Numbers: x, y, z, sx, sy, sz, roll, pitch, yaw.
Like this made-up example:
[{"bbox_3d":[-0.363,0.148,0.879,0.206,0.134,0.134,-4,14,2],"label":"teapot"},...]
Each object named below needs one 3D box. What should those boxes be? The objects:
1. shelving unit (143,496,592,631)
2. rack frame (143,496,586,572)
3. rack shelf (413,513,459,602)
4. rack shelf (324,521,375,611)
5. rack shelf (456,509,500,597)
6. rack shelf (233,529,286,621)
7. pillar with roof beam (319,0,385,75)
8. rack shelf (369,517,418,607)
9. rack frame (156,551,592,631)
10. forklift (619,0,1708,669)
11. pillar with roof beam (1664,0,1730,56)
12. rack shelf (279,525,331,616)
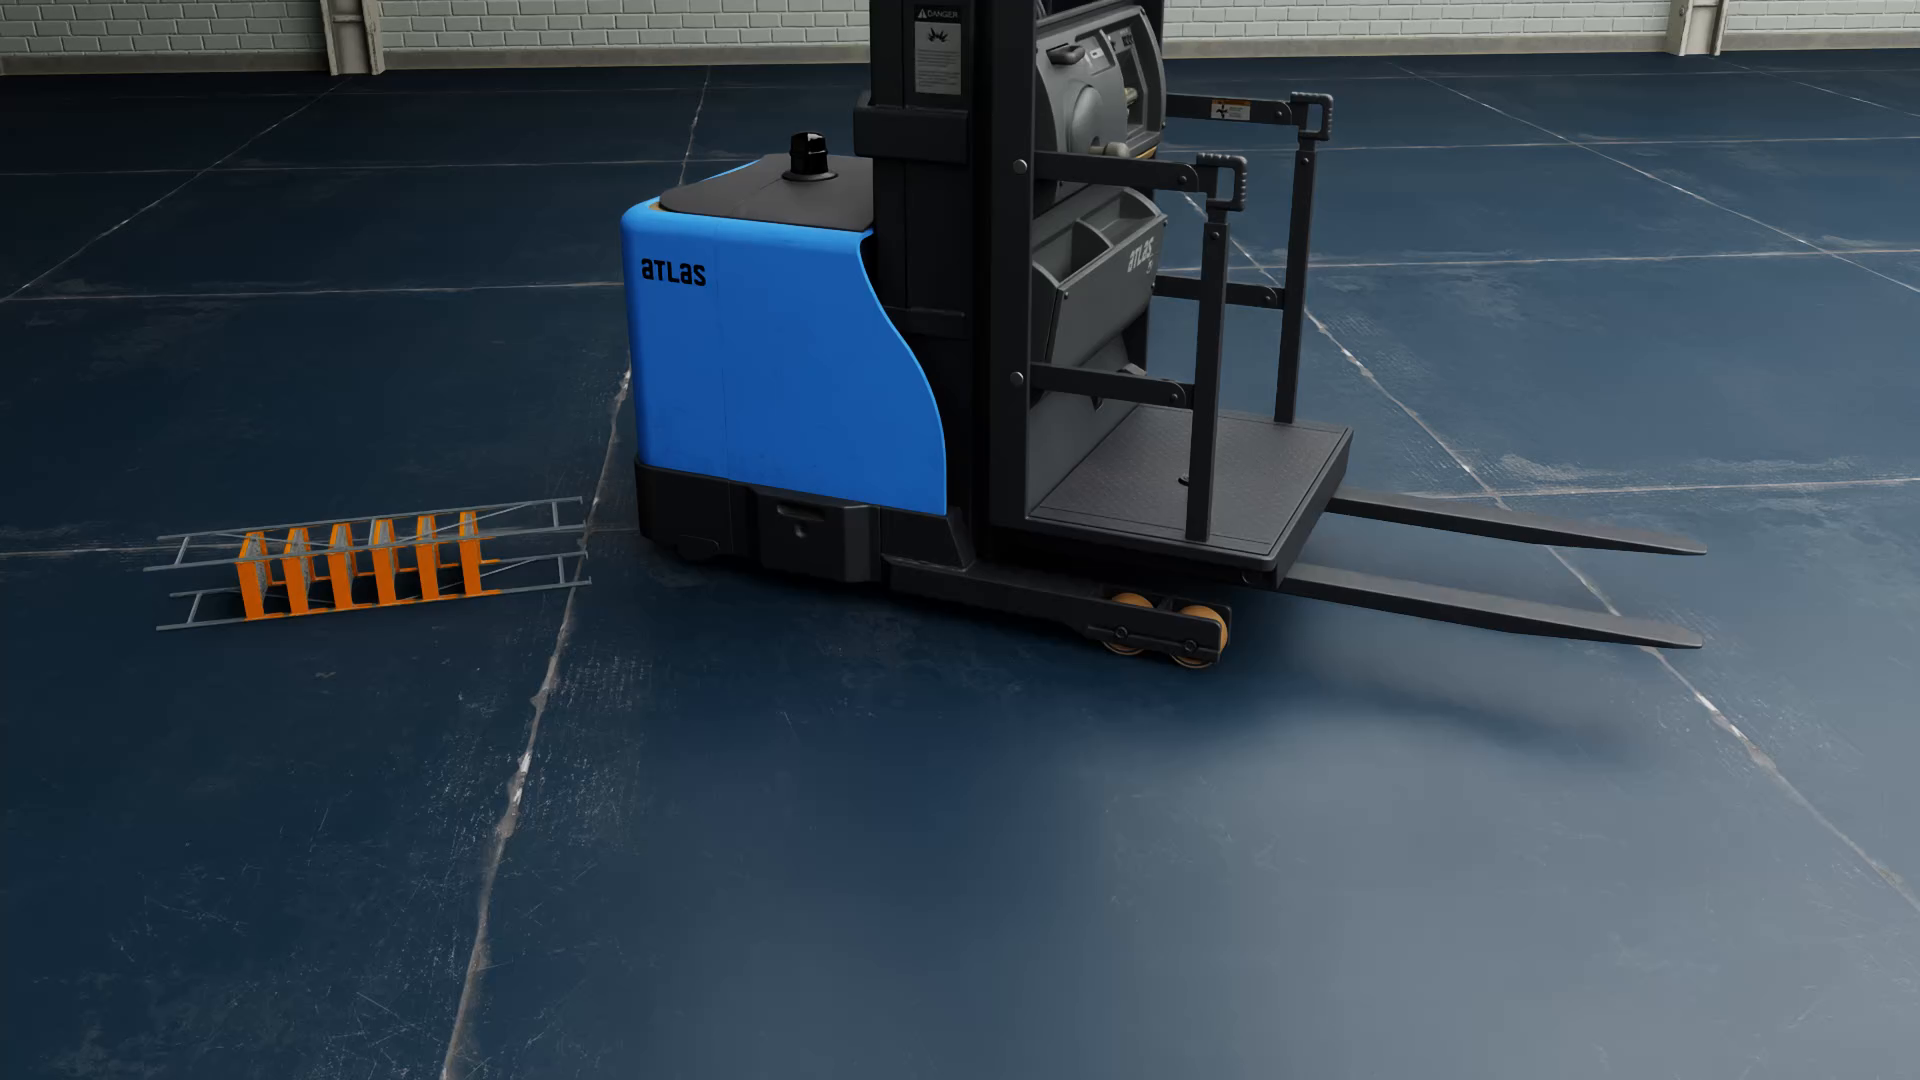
[{"bbox_3d":[-1.706,0.061,4.874,1.200,0.189,0.258,-6,25,-13],"label":"shelving unit"},{"bbox_3d":[-1.706,-0.022,4.837,1.200,0.006,0.240,-6,25,-13],"label":"rack frame"},{"bbox_3d":[-1.547,0.044,4.912,0.103,0.180,0.258,-6,25,-13],"label":"rack shelf"},{"bbox_3d":[-1.779,0.069,4.857,0.103,0.180,0.258,-6,25,-13],"label":"rack shelf"},{"bbox_3d":[-1.431,0.032,4.940,0.103,0.180,0.258,-6,25,-13],"label":"rack shelf"},{"bbox_3d":[-2.011,0.094,4.801,0.103,0.180,0.258,-6,25,-13],"label":"rack shelf"},{"bbox_3d":[-4.753,-6.398,8.566,0.400,9.000,9.100,-2,24,-5],"label":"pillar with roof beam"},{"bbox_3d":[-1.663,0.057,4.884,0.103,0.180,0.258,-6,25,-13],"label":"rack shelf"},{"bbox_3d":[-1.706,0.145,4.911,1.200,0.006,0.240,-6,25,-13],"label":"rack frame"},{"bbox_3d":[0.575,-1.239,4.429,3.031,2.935,1.130,10,26,21],"label":"forklift"},{"bbox_3d":[7.189,-6.877,9.644,0.400,9.000,9.100,-2,24,-5],"label":"pillar with roof beam"},{"bbox_3d":[-1.895,0.081,4.829,0.103,0.180,0.258,-6,25,-13],"label":"rack shelf"}]
